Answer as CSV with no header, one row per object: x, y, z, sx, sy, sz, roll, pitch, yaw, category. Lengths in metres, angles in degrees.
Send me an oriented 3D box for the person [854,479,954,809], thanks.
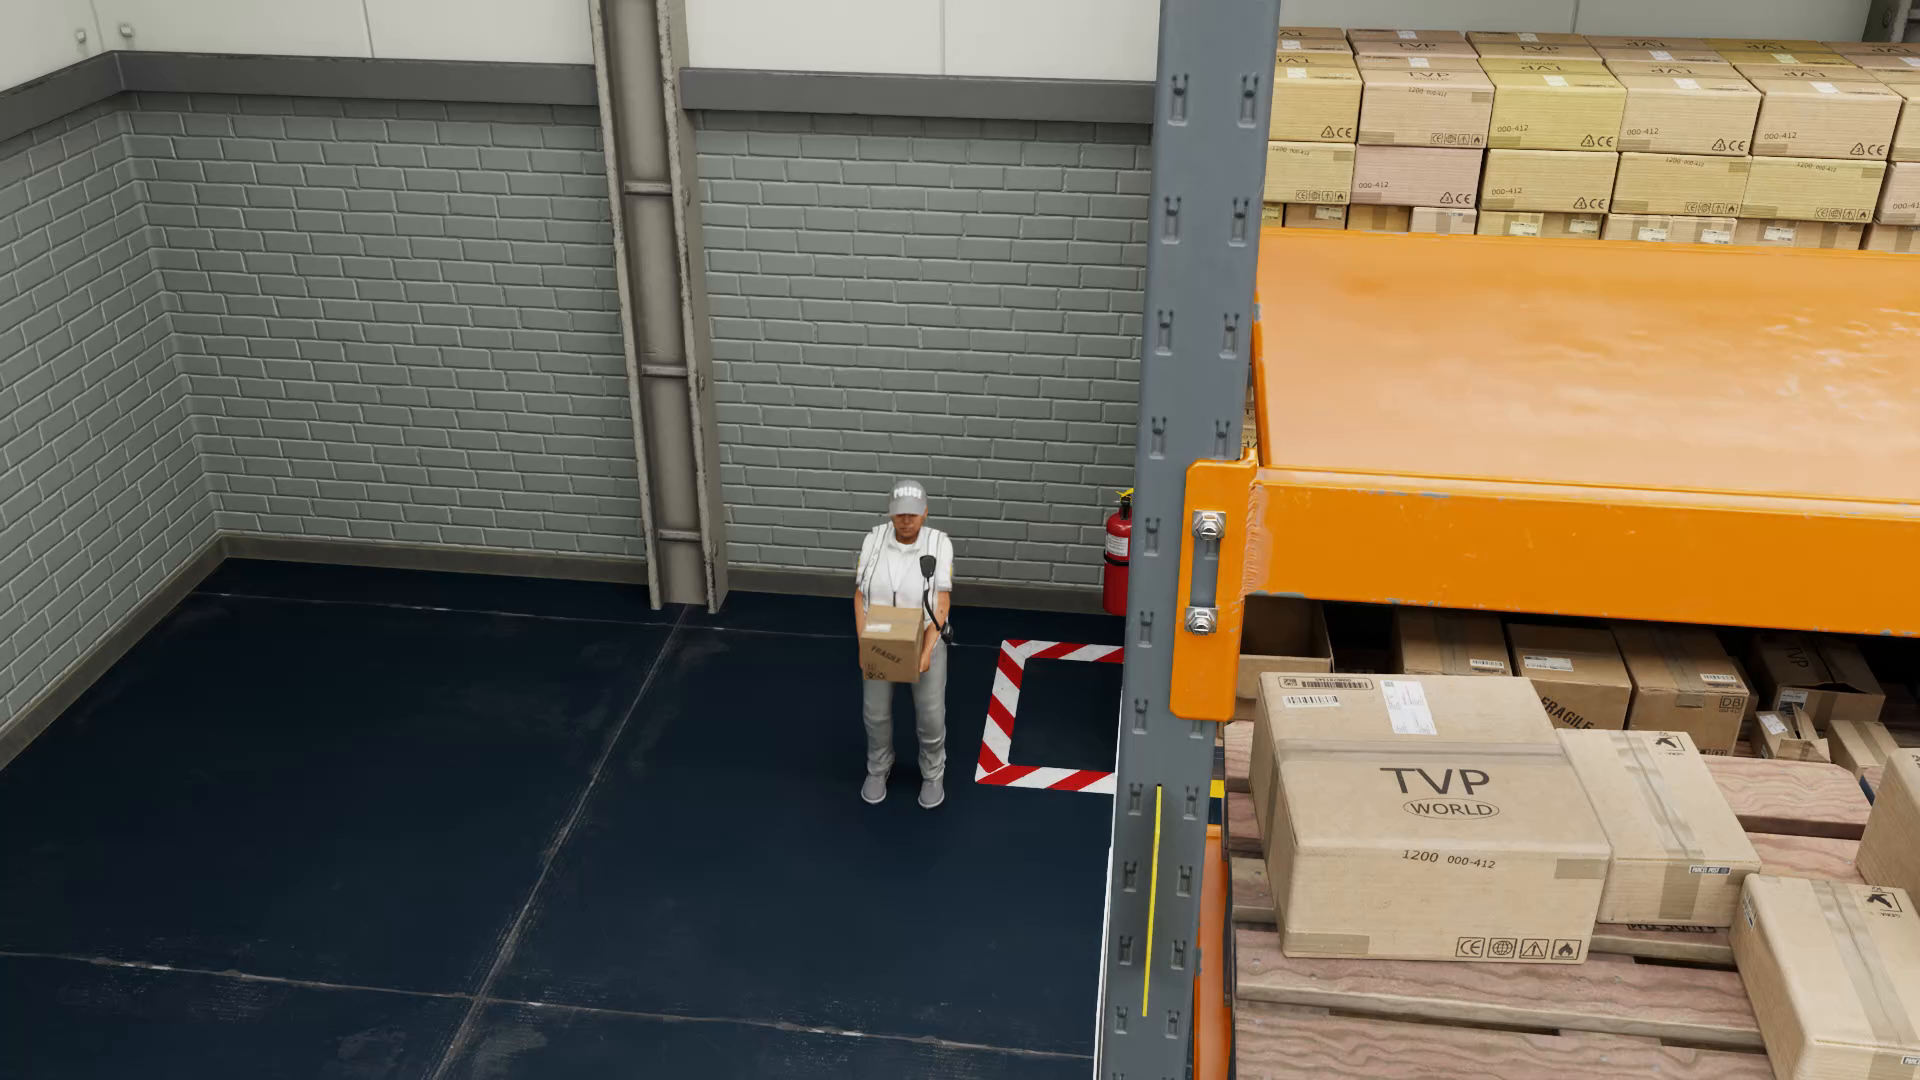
-0.268,0.524,7.771,0.453,1.653,0.541,4,29,6,person
